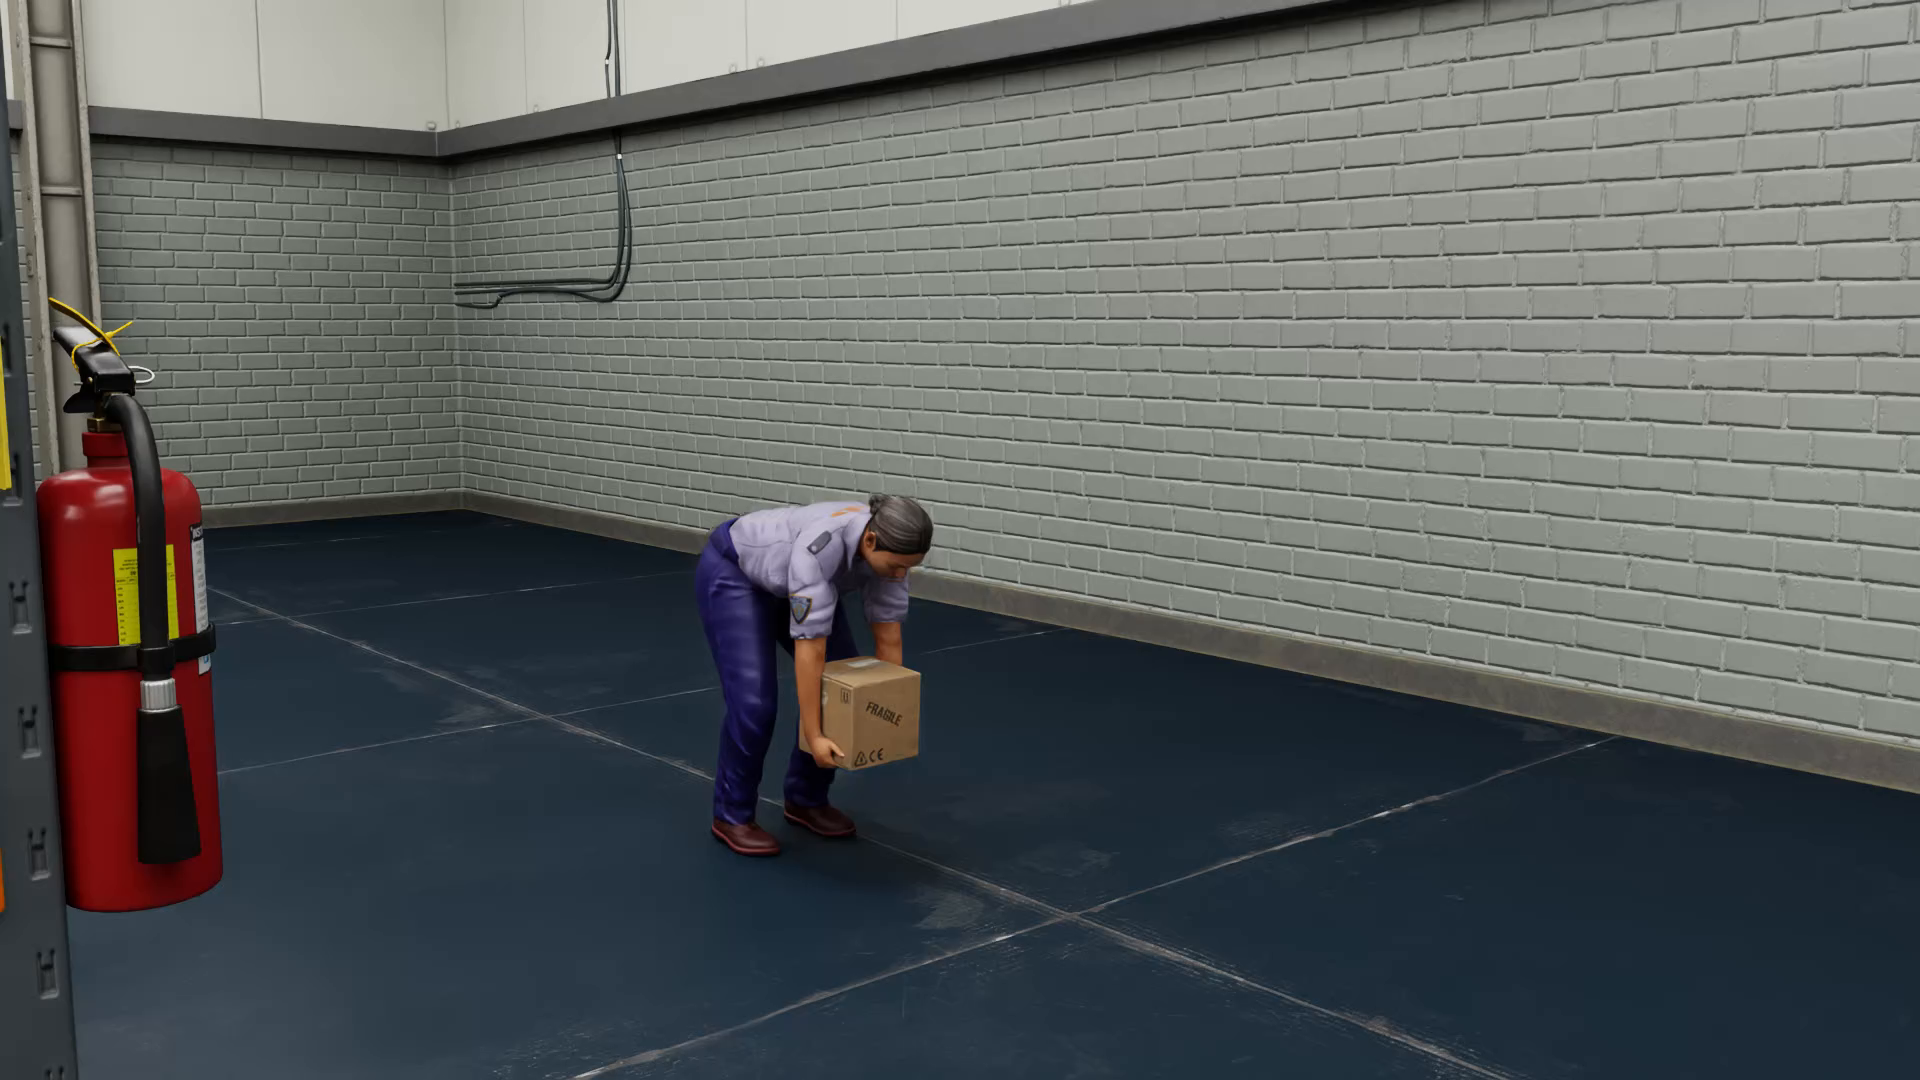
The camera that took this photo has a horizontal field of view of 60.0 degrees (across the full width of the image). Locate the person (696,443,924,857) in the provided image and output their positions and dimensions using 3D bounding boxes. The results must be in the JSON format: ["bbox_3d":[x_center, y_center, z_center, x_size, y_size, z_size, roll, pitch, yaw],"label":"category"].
[{"bbox_3d":[-0.421,0.322,4.942,0.458,1.254,0.852,-7,10,-42],"label":"person"}]
